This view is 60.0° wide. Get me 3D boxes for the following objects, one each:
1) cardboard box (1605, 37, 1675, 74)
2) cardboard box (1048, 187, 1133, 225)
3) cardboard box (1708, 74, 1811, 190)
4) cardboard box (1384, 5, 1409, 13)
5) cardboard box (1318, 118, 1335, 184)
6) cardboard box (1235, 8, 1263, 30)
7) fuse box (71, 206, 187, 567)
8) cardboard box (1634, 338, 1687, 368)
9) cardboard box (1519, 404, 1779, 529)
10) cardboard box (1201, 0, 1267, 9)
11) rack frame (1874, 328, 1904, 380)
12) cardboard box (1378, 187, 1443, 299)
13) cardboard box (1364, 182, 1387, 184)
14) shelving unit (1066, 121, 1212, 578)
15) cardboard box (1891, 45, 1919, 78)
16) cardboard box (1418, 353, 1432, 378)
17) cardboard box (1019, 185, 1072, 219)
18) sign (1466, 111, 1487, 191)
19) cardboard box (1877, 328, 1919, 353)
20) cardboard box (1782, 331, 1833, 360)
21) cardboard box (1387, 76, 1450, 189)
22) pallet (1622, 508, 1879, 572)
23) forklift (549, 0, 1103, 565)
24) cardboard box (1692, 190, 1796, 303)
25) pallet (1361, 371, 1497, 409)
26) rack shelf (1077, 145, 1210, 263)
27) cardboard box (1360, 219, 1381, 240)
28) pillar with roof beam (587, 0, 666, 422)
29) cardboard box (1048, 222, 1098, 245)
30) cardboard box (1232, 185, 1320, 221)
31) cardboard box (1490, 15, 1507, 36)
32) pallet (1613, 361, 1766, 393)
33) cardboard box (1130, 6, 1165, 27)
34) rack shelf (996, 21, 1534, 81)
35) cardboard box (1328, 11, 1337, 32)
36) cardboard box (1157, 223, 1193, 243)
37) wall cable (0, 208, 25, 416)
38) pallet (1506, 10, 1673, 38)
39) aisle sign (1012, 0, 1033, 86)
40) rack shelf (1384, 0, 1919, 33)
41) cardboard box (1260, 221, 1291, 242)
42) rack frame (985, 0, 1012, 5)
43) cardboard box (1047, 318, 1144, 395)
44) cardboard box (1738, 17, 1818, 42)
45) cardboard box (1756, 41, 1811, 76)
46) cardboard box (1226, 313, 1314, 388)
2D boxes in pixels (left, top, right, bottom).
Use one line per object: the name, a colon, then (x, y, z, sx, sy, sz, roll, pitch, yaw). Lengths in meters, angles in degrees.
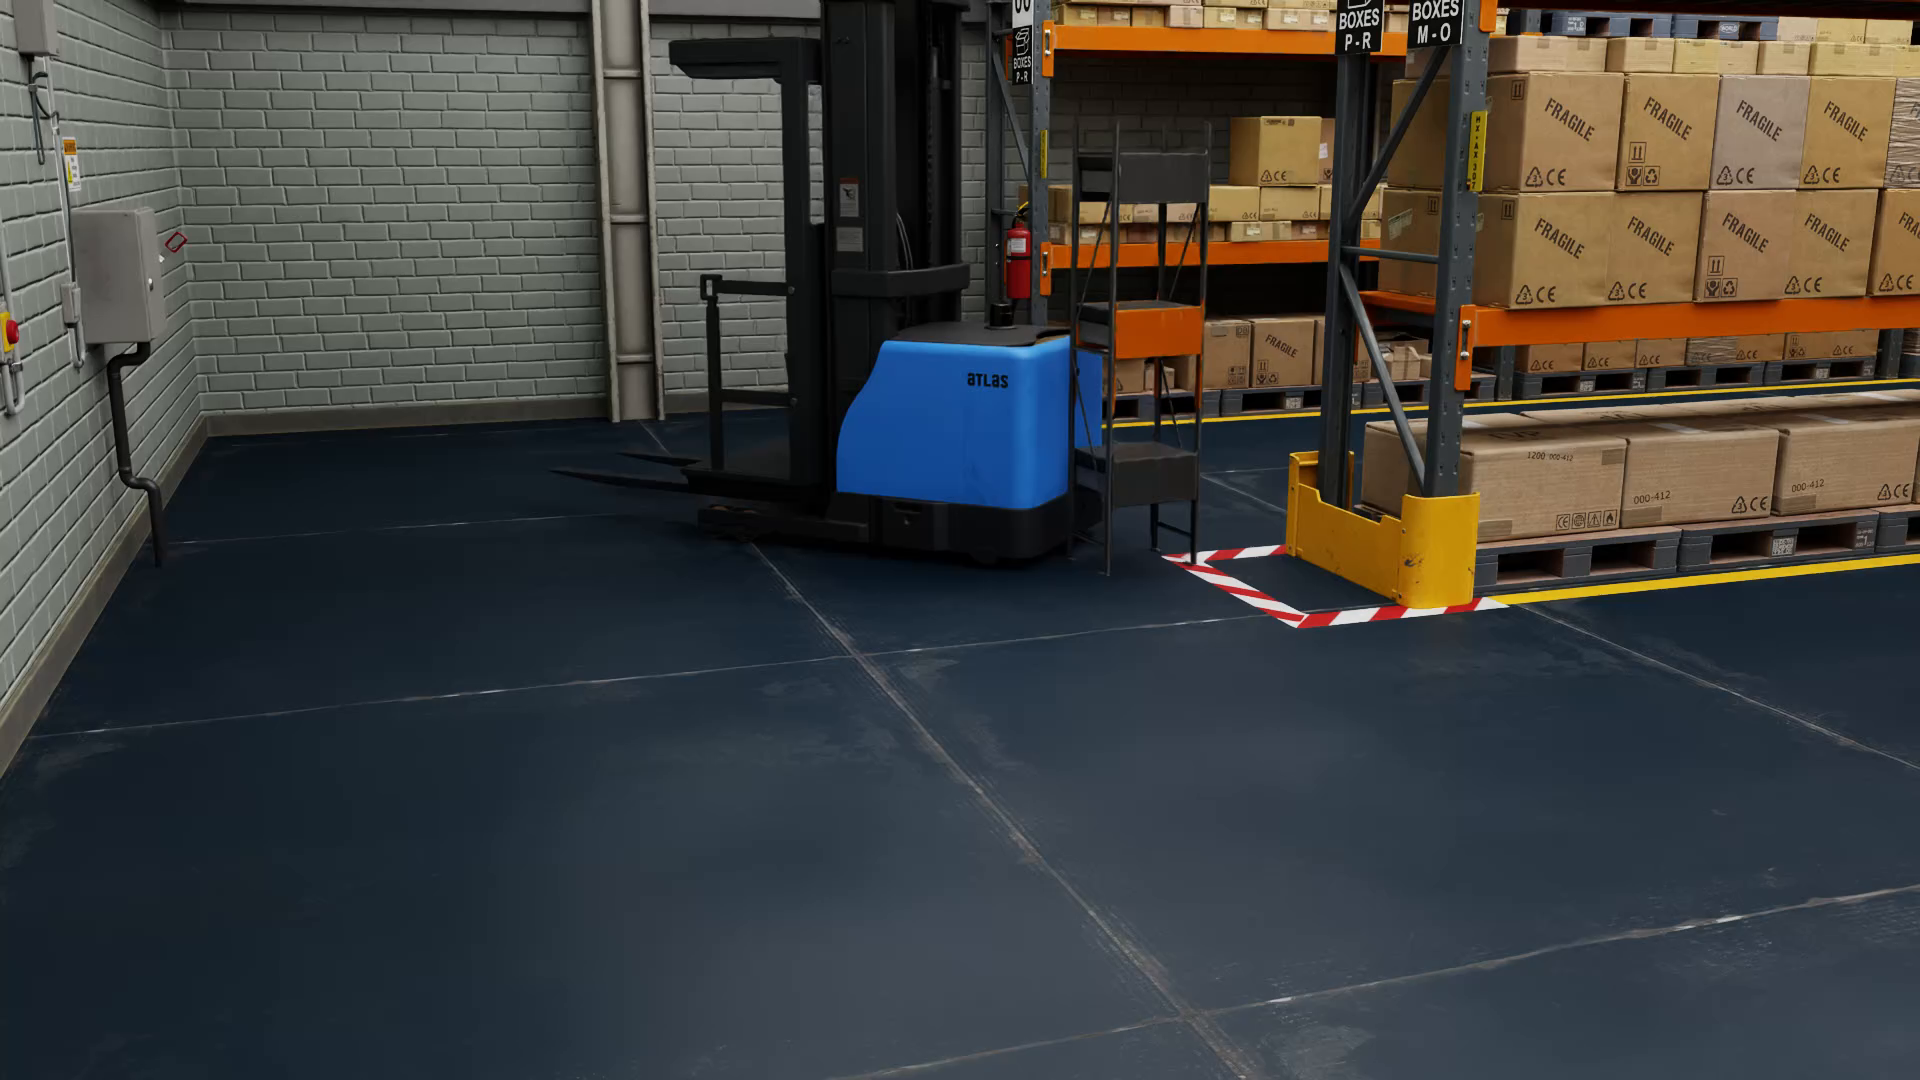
cardboard box: (2.927, -2.136, 7.364, 0.250, 0.149, 0.380, -4, 14, -16)
cardboard box: (0.923, -2.426, 12.040, 0.500, 0.250, 0.500, -4, 14, -18)
cardboard box: (3.512, -1.879, 7.682, 0.500, 0.500, 0.500, -5, 14, -18)
cardboard box: (3.332, -4.075, 12.490, 0.500, 0.250, 0.500, -5, 14, -20)
cardboard box: (2.702, -3.060, 13.086, 0.500, 0.500, 0.500, -5, 14, -20)
cardboard box: (2.002, -3.778, 12.105, 0.250, 0.149, 0.380, -5, 14, -19)
fuse box: (-3.875, -0.715, 7.950, 0.414, 1.711, 0.539, -4, 14, -18)
cardboard box: (5.704, -1.727, 13.915, 0.500, 0.500, 0.500, -5, 14, -20)
cardboard box: (3.452, -0.389, 8.426, 0.875, 0.438, 0.875, -4, 14, -17)
cardboard box: (1.879, -3.961, 12.010, 0.500, 0.250, 0.500, -5, 14, -20)
rack frame: (7.989, -2.970, 14.647, 0.127, 3.000, 1.000, -4, 14, -18)
cardboard box: (2.367, -1.434, 7.972, 0.500, 0.500, 0.500, -4, 14, -18)
cardboard box: (3.170, -2.731, 13.322, 0.500, 0.250, 0.500, -5, 14, -19)
shelving unit: (0.840, -0.908, 7.921, 0.503, 2.100, 0.431, -6, 15, -24)
cardboard box: (4.363, -2.264, 7.901, 0.250, 0.149, 0.380, -5, 14, -19)
cardboard box: (3.764, -1.387, 13.244, 0.250, 0.149, 0.380, -5, 14, -20)
cardboard box: (0.759, -2.544, 12.535, 0.500, 0.250, 0.500, -4, 14, -16)
sign: (2.165, -1.629, 6.966, 0.005, 0.325, 0.100, -4, 14, -18)
cardboard box: (8.585, -2.062, 15.054, 0.625, 0.625, 0.875, -4, 14, -16)
cardboard box: (7.180, -1.845, 14.413, 0.500, 0.500, 0.500, -5, 14, -19)
cardboard box: (2.375, -1.914, 7.831, 0.500, 0.500, 0.500, -4, 14, -16)
pallet: (3.881, -0.100, 8.607, 1.213, 0.211, 1.003, -4, 14, -18)
forklift: (-0.803, -1.519, 8.694, 3.031, 2.935, 1.130, 6, 15, 25)
cardboard box: (3.499, -1.389, 7.786, 0.500, 0.500, 0.500, -5, 14, -18)
pallet: (3.547, -1.268, 13.517, 1.213, 0.211, 1.003, -4, 14, -18)
rack shelf: (0.840, -1.575, 7.762, 0.480, 0.518, 0.431, -6, 15, -24)
cardboard box: (3.008, -2.387, 12.738, 0.250, 0.149, 0.380, -5, 14, -19)
pillar with roof beam: (-1.063, -4.353, 7.496, 0.400, 9.000, 9.100, -4, 14, -18)
cardboard box: (0.806, -2.222, 12.043, 0.250, 0.149, 0.380, -5, 14, -18)
cardboard box: (2.358, -2.544, 12.536, 0.500, 0.250, 0.500, -5, 14, -20)
cardboard box: (3.952, -3.921, 12.704, 0.250, 0.149, 0.380, -5, 14, -18)
pallet: (6.115, -1.477, 14.398, 1.213, 0.211, 1.003, -4, 14, -18)
cardboard box: (1.272, -3.730, 11.901, 0.250, 0.149, 0.380, -4, 14, -18)
rack shelf: (2.303, -3.637, 12.522, 4.000, 0.370, 1.077, -4, 14, -18)
cardboard box: (2.728, -3.835, 12.344, 0.250, 0.149, 0.380, -4, 14, -17)
cardboard box: (1.530, -2.283, 12.300, 0.250, 0.149, 0.380, -4, 14, -16)
wall cable: (-3.343, -1.380, 5.697, 0.123, 1.953, 0.585, -4, 14, -18)
pallet: (4.839, -4.075, 13.218, 1.003, 0.211, 1.213, -4, 14, -18)
aisle sign: (0.436, -3.575, 11.572, 0.004, 0.787, 0.394, -4, 14, -18)
rack shelf: (3.889, -2.548, 7.946, 4.000, 0.370, 1.077, -4, 14, -18)
cardboard box: (2.286, -2.330, 12.497, 0.250, 0.149, 0.380, -4, 14, -17)
rack frame: (0.407, -5.298, 11.471, 0.127, 3.000, 1.000, -4, 14, -18)
cardboard box: (1.017, -1.394, 12.508, 0.637, 0.503, 0.797, -5, 14, -20)
cardboard box: (6.630, -4.191, 13.622, 0.500, 0.250, 0.500, -4, 14, -18)
cardboard box: (3.653, -2.200, 7.631, 0.250, 0.149, 0.380, -4, 14, -18)
cardboard box: (2.373, -1.464, 12.809, 0.500, 0.500, 0.500, -4, 14, -17)
